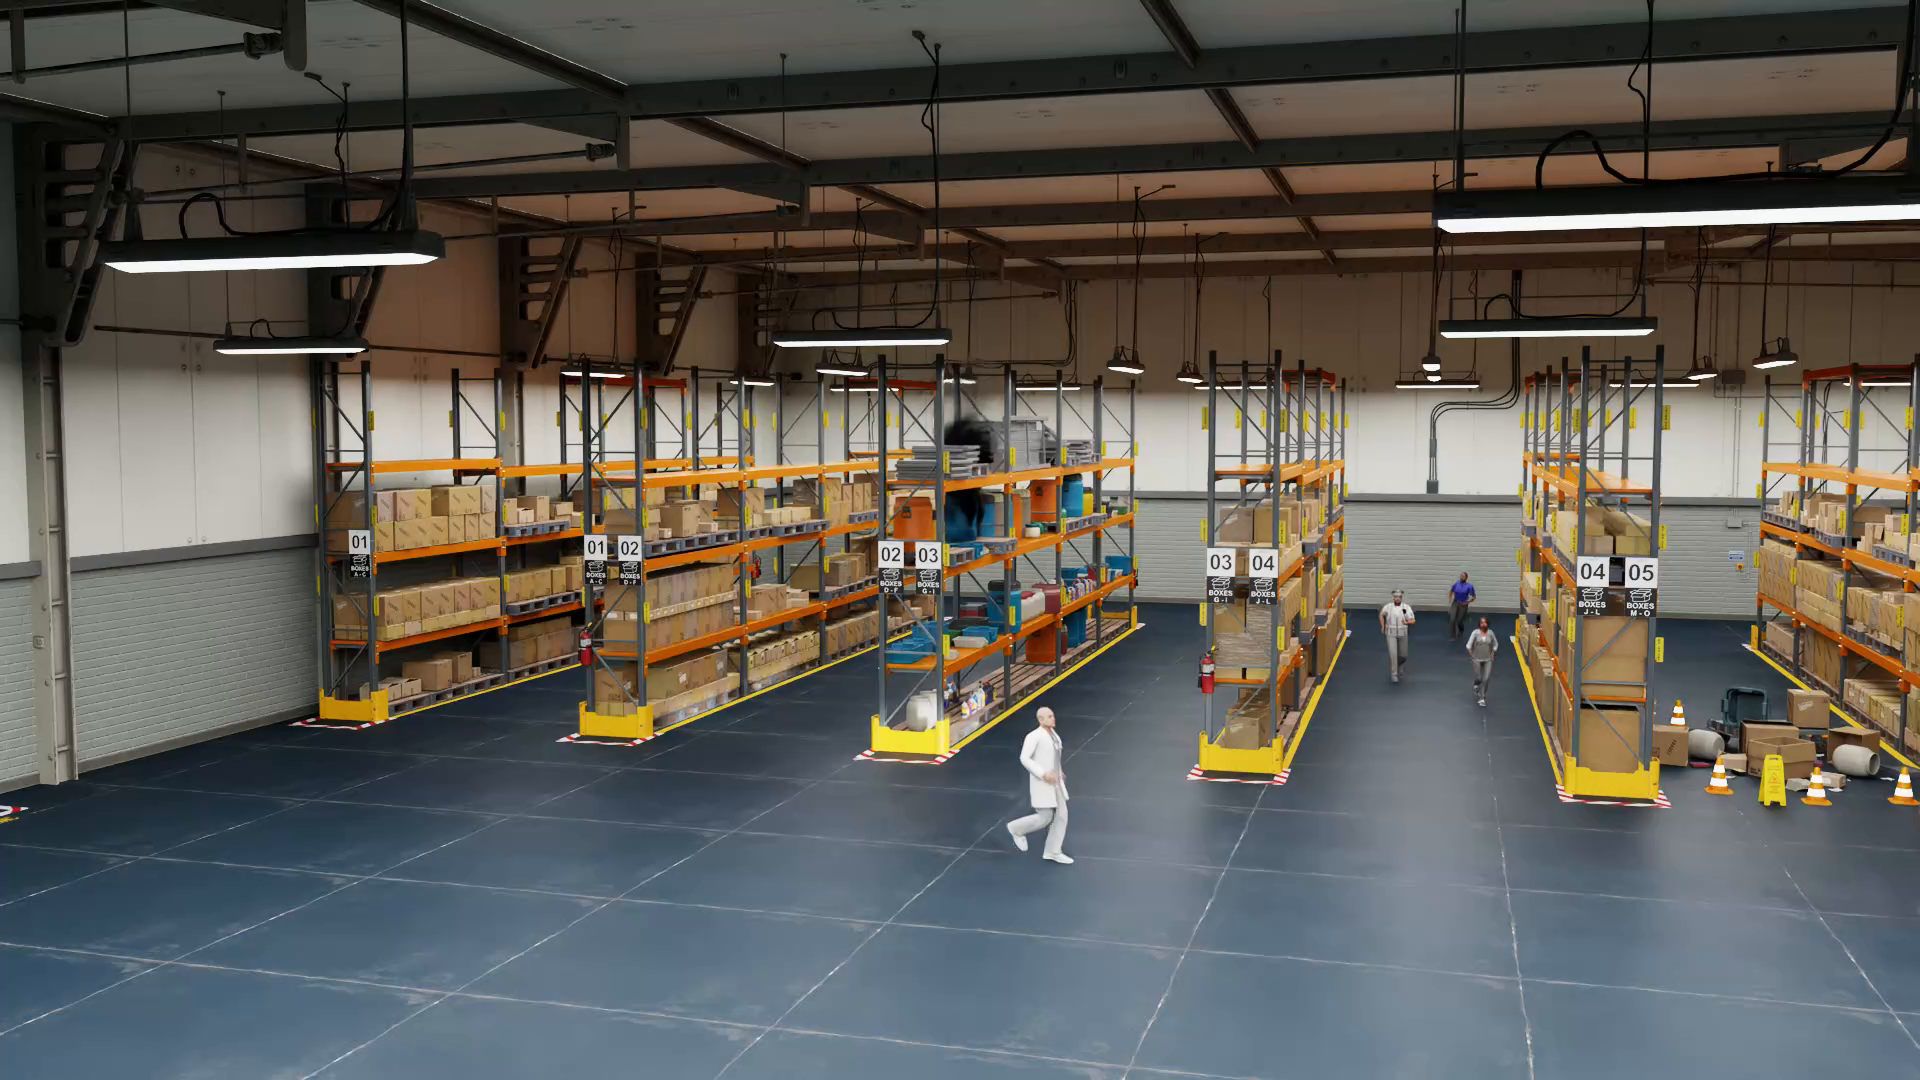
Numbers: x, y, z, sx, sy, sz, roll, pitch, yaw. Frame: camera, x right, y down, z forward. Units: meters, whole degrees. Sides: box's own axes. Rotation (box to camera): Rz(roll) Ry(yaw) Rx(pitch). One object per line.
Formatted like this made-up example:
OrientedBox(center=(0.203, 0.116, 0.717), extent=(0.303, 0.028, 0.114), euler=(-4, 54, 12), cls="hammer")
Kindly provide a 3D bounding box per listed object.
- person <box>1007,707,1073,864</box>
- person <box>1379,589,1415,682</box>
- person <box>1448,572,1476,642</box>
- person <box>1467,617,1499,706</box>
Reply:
OrientedBox(center=(0.929, 2.781, 18.977), extent=(0.833, 1.757, 0.718), euler=(3, 5, 38), cls="person")
OrientedBox(center=(8.429, 1.822, 32.085), extent=(0.672, 1.744, 0.953), euler=(1, 4, 10), cls="person")
OrientedBox(center=(11.401, 1.526, 37.791), extent=(0.610, 1.597, 0.618), euler=(3, 5, 36), cls="person")
OrientedBox(center=(9.249, 2.132, 29.437), extent=(0.541, 1.562, 0.591), euler=(1, 4, 11), cls="person")
